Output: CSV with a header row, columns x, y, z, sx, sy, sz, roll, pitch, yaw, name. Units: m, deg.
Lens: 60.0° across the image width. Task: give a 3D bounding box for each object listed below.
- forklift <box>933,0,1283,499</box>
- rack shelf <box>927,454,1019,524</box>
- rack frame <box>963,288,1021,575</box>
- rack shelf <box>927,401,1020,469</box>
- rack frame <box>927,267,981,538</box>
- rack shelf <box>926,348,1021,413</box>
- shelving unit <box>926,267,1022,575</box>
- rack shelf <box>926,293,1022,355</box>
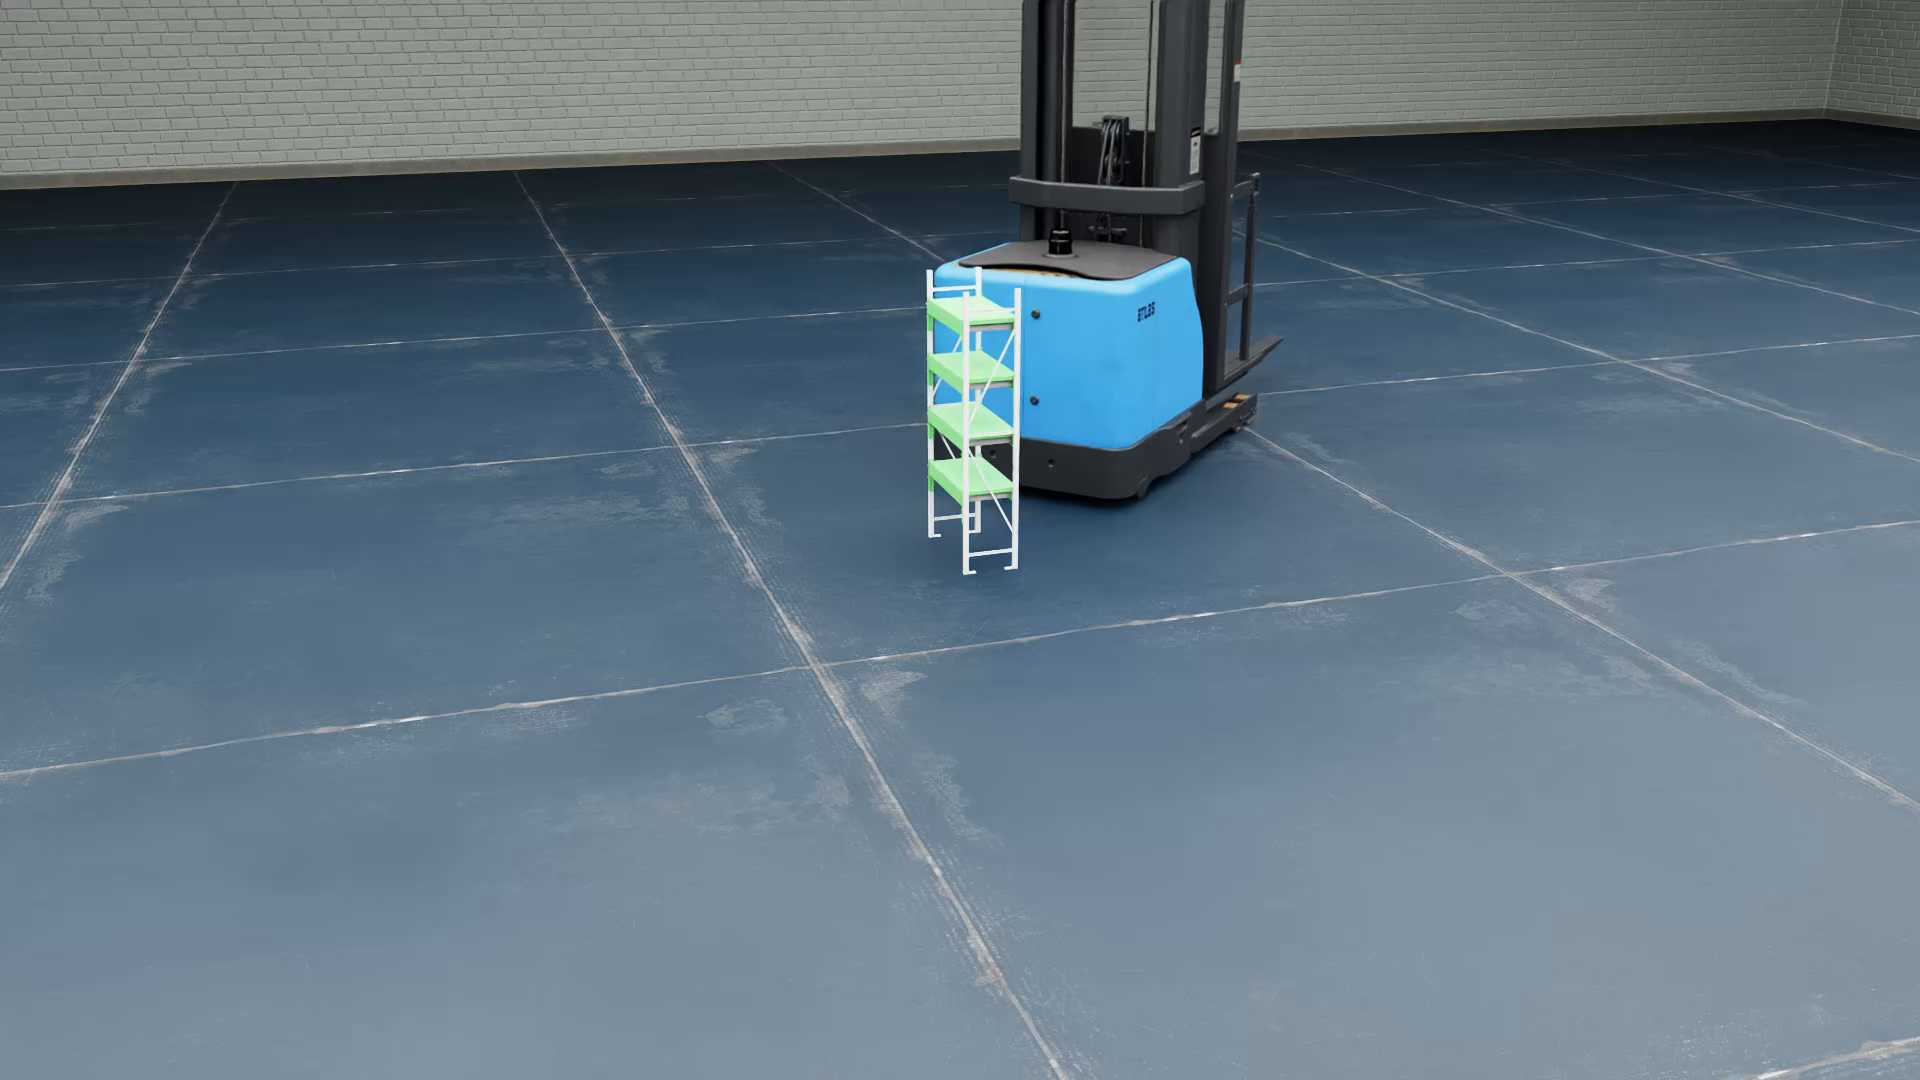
x,y,z,sx,sy,sz,roll,pitch,yaw,name
0.992,-2.023,8.713,1.130,2.935,3.031,10,22,26,forklift
0.052,-0.226,7.169,0.258,0.148,0.480,-6,21,-17,rack shelf
0.129,-0.433,6.848,0.240,1.200,0.015,-6,21,-17,rack frame
0.052,-0.451,7.087,0.258,0.148,0.480,-6,21,-17,rack shelf
-0.025,-0.590,7.284,0.240,1.200,0.015,-6,21,-17,rack frame
0.052,-0.677,7.006,0.258,0.148,0.480,-6,21,-17,rack shelf
0.052,-0.512,7.066,0.258,1.200,0.503,-6,21,-17,shelving unit
0.052,-0.903,6.925,0.258,0.148,0.480,-6,21,-17,rack shelf
